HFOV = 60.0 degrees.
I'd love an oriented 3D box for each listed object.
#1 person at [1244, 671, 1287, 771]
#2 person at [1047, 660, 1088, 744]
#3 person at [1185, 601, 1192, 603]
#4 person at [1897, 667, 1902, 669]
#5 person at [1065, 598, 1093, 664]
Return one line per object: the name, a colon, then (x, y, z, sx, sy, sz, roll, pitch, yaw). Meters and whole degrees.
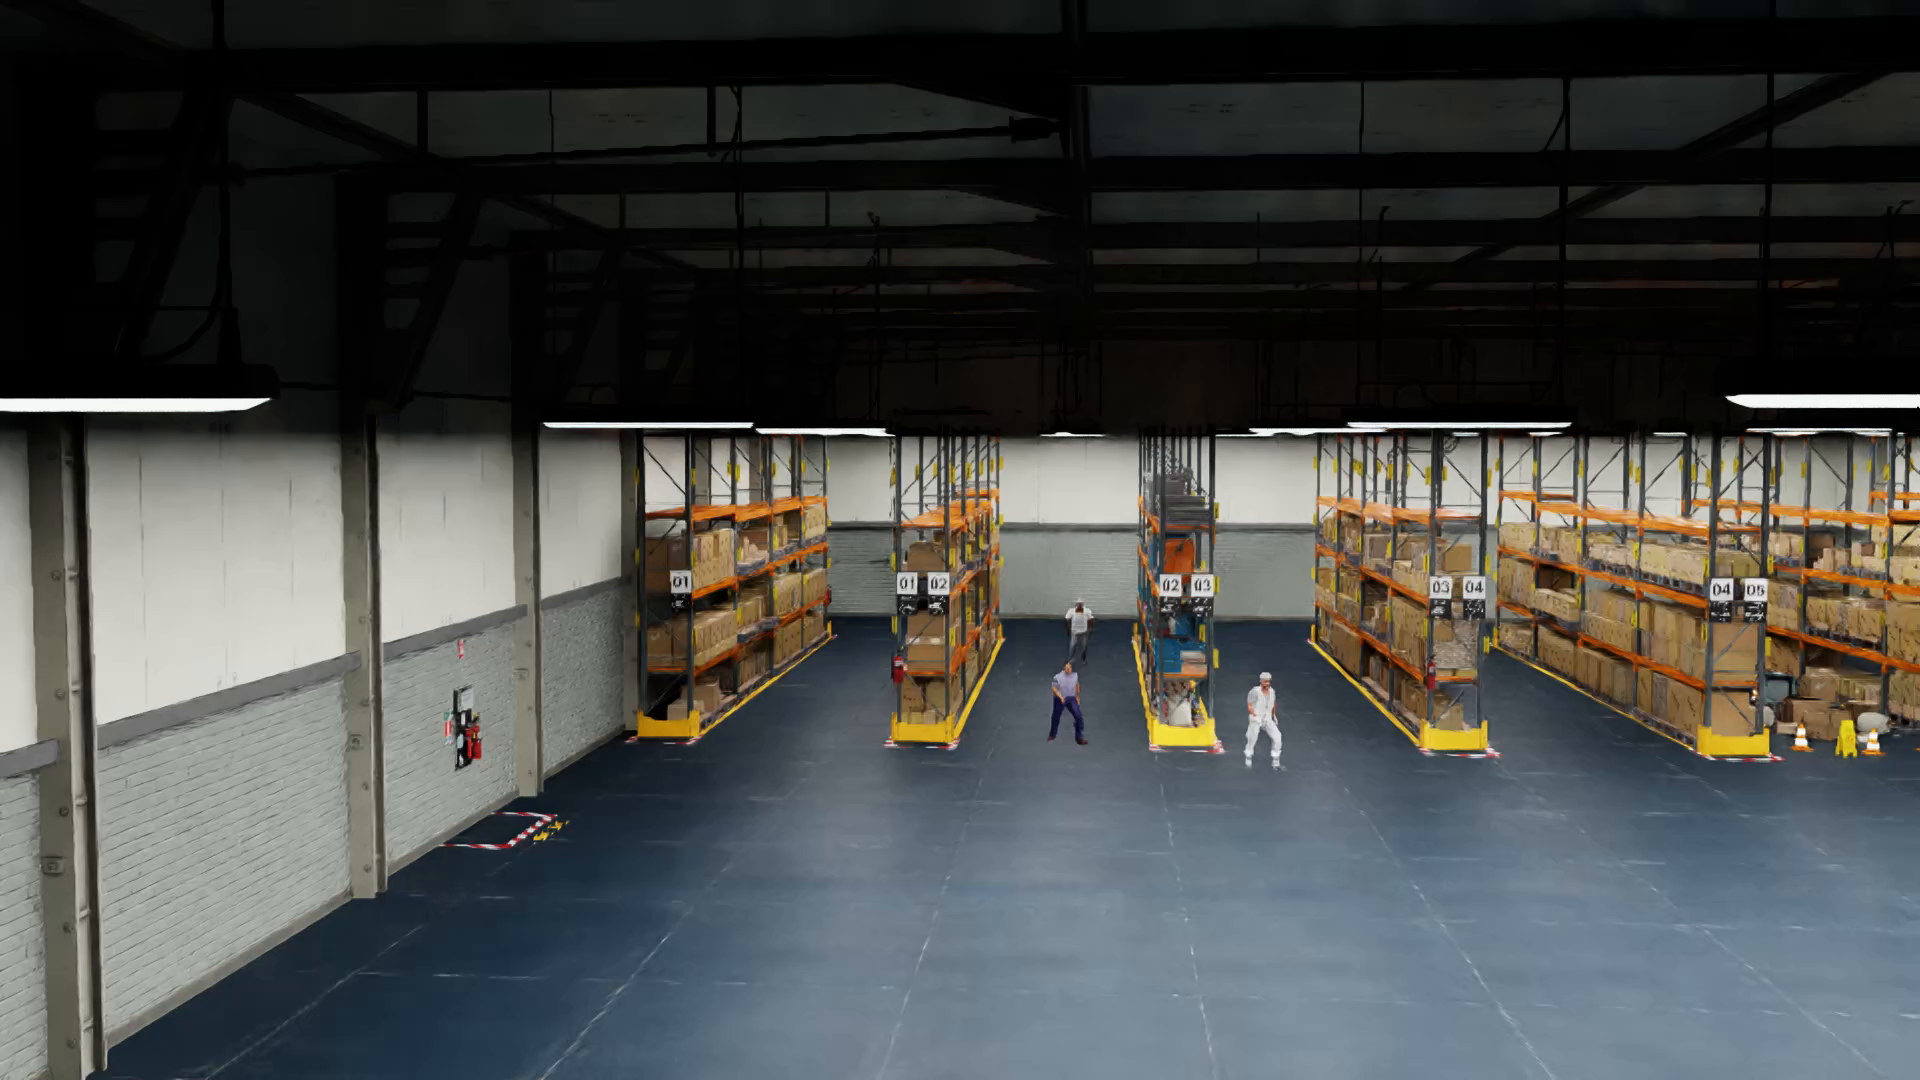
person: (5.207, 3.108, 28.609, 0.673, 1.731, 0.751, -1, 4, -17)
person: (2.007, 3.021, 31.282, 0.656, 1.581, 0.818, -1, 4, -12)
person: (6.298, 2.131, 45.572, 0.470, 1.599, 1.060, 0, 3, -5)
person: (21.168, 2.557, 37.128, 0.515, 1.785, 0.638, -2, 4, -25)
person: (3.017, 2.309, 42.180, 0.719, 1.713, 0.578, 0, 3, 3)
